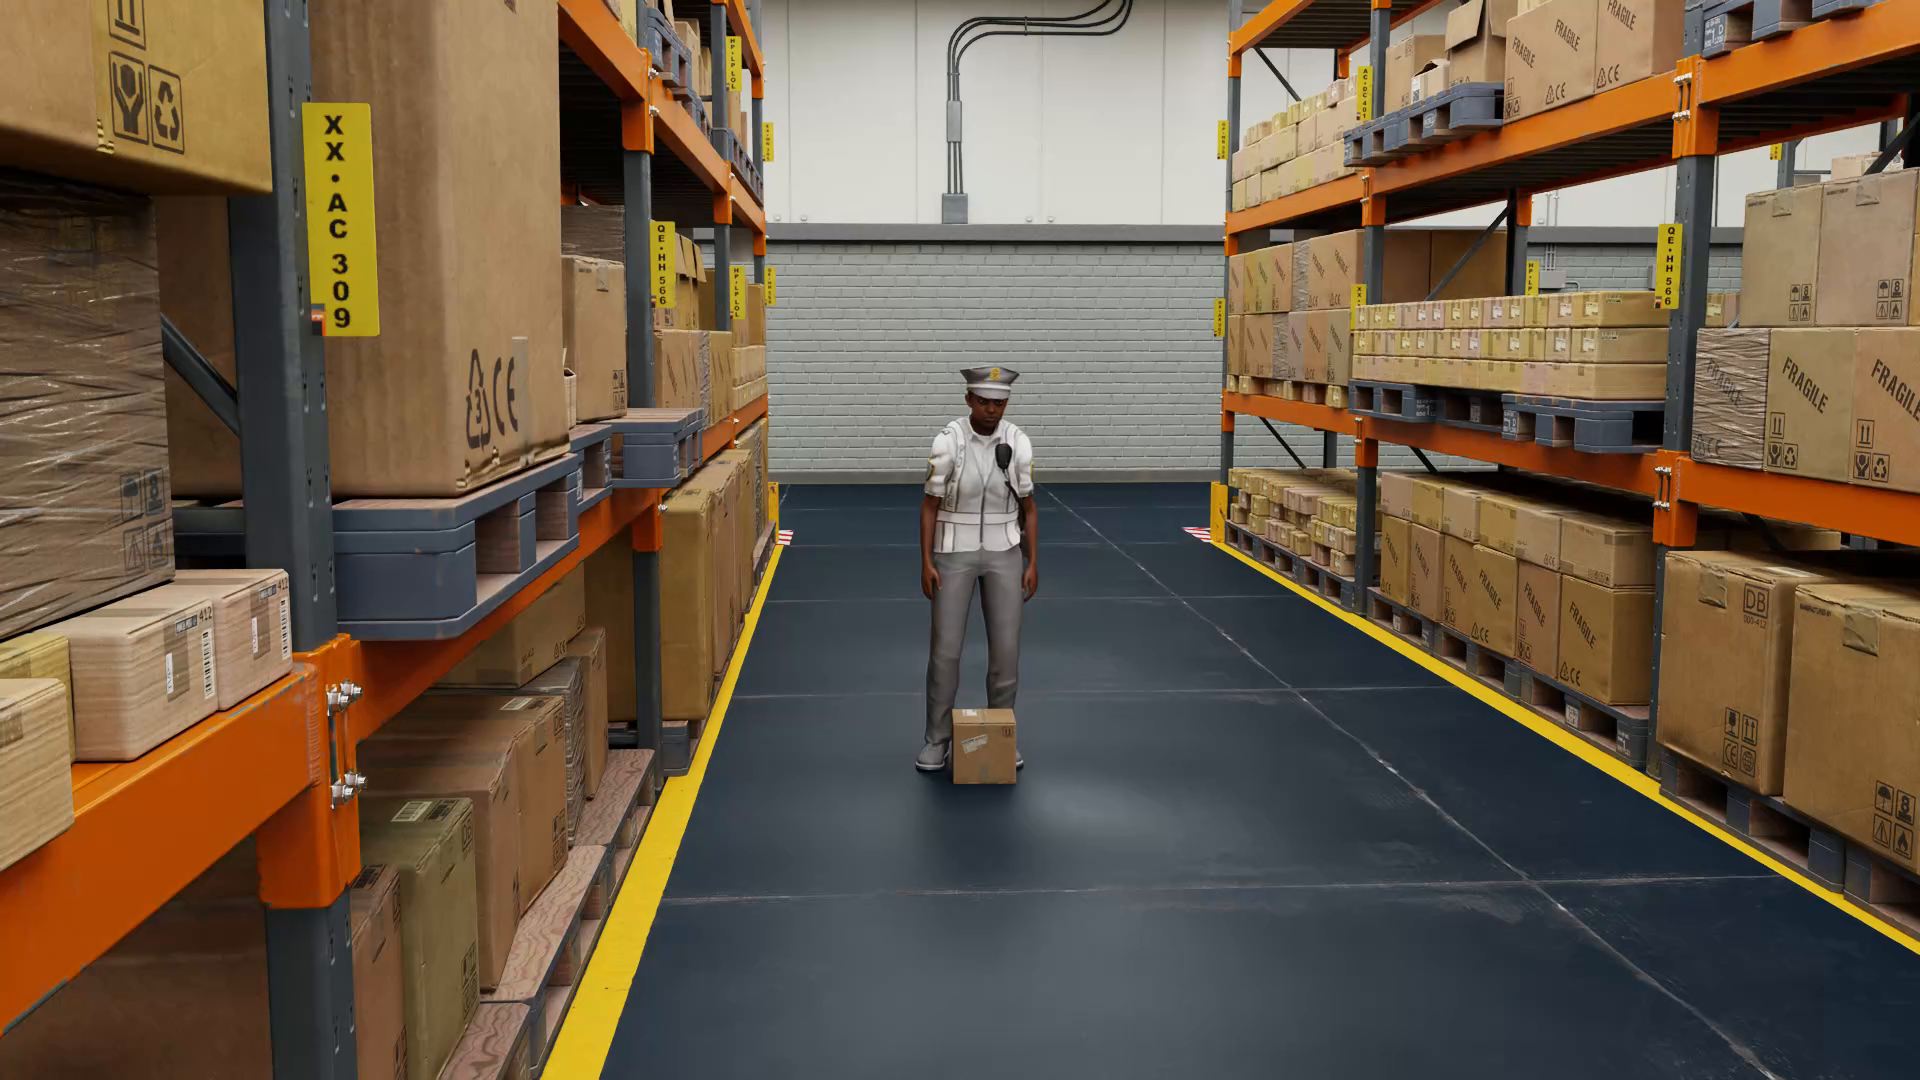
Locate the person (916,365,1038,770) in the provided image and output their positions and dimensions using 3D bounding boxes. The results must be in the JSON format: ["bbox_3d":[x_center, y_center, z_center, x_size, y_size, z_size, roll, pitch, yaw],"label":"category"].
[{"bbox_3d":[0.068,0.107,6.882,0.526,1.658,0.396,-1,7,-7],"label":"person"}]
